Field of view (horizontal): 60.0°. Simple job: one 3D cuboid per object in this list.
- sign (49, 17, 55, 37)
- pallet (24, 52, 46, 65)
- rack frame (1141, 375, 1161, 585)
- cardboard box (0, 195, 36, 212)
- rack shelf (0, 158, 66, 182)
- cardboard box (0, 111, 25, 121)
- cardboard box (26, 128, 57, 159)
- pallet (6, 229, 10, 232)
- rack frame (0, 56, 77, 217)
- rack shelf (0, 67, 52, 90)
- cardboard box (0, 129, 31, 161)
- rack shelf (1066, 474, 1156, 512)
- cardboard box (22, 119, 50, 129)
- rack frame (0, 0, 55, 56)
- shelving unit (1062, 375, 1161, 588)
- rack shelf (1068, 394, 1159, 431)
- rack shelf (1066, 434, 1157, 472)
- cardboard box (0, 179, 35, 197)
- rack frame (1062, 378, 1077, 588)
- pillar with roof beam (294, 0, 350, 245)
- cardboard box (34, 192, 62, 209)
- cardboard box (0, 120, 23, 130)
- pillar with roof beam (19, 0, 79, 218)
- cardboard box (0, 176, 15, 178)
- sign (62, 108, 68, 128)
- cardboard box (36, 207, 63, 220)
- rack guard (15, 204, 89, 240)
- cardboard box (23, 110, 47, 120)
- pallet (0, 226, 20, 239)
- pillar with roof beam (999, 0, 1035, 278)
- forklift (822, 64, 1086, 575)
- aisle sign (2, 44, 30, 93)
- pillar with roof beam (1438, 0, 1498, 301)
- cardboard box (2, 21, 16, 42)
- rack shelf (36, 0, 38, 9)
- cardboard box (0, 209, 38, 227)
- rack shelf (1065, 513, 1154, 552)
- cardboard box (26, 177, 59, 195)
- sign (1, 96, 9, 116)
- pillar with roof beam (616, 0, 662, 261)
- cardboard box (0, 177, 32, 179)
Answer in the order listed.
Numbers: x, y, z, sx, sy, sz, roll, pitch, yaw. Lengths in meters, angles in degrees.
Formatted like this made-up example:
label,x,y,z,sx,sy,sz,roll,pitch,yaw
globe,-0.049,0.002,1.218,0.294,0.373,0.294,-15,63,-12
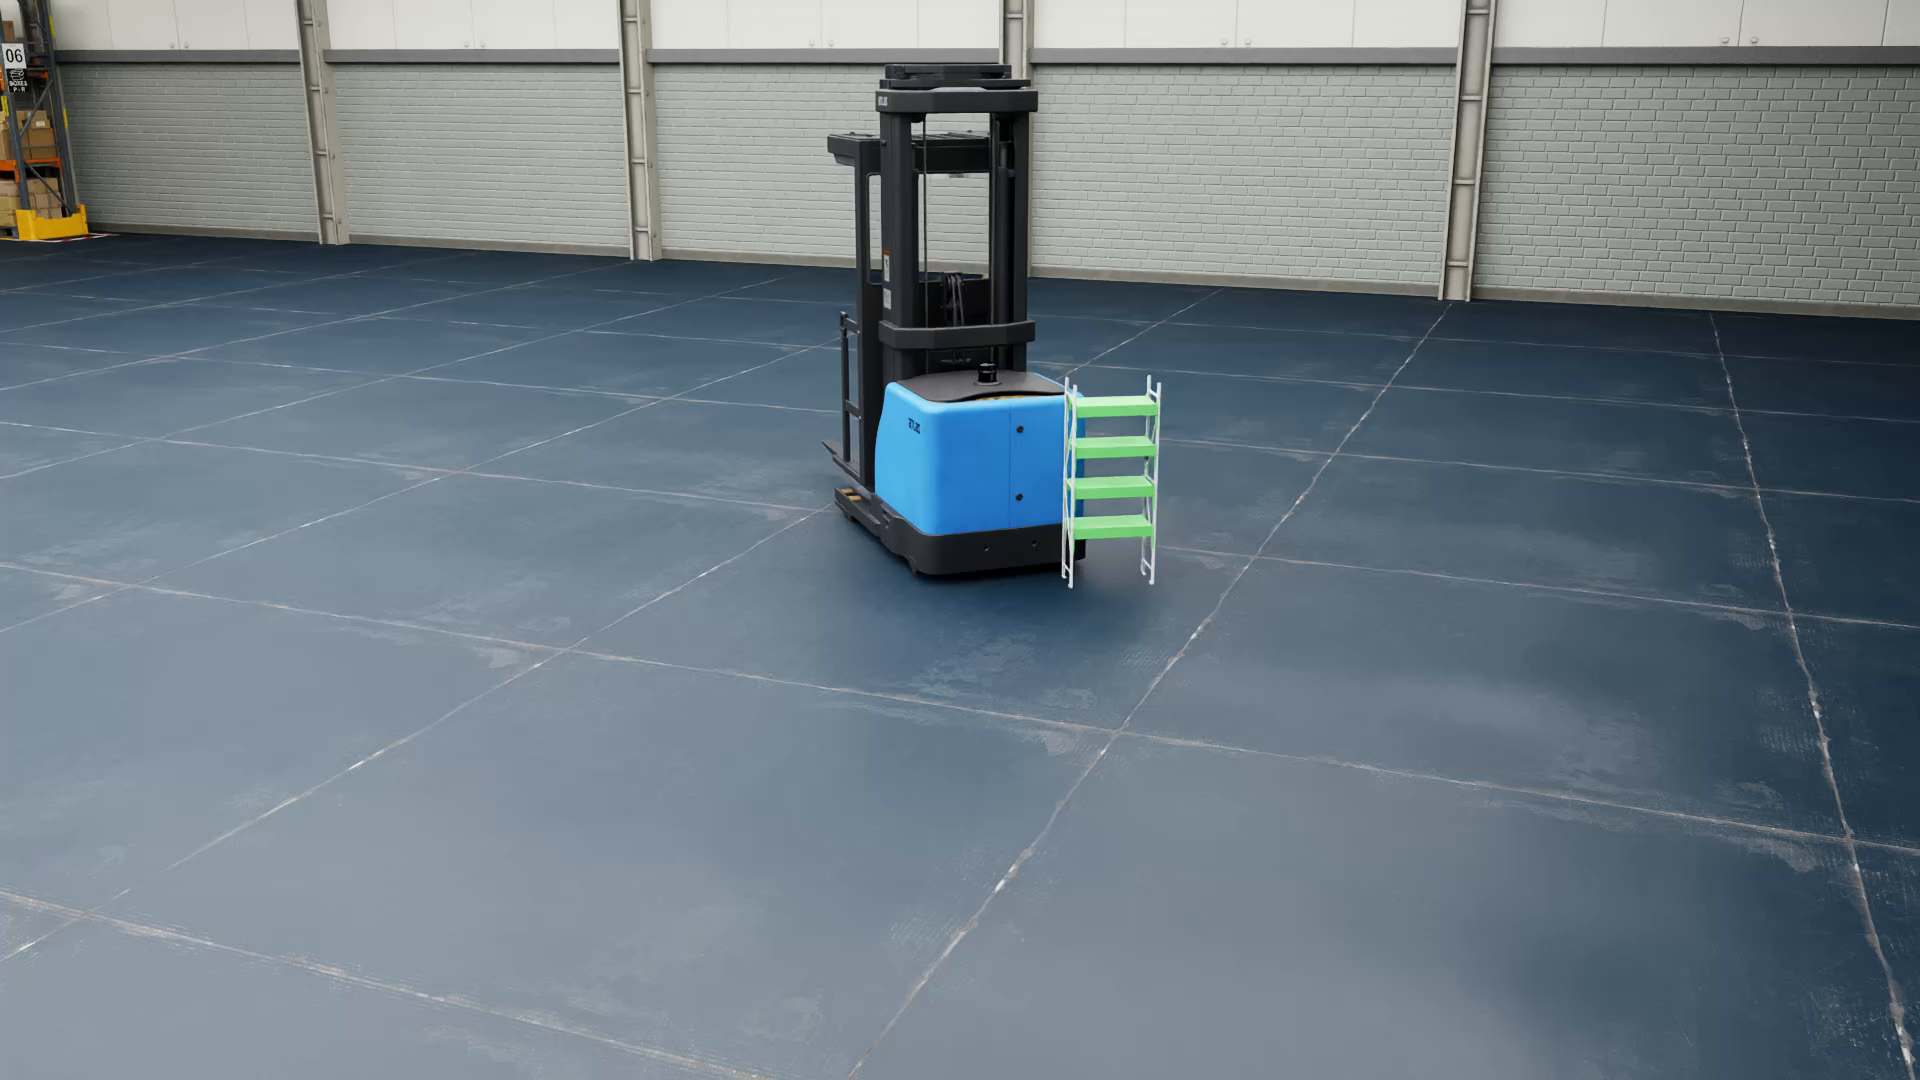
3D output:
label,x,y,z,sx,sy,sz,roll,pitch,yaw
sign,-15.450,-8.724,28.255,0.005,0.325,0.100,6,17,21
pallet,-16.308,-8.160,28.178,1.213,0.211,1.003,6,17,21
rack frame,1.115,-0.347,9.714,0.015,1.200,0.240,-2,17,-8
cardboard box,-16.227,-5.773,28.459,0.500,0.250,0.500,6,17,20
rack shelf,-17.520,-6.542,29.117,4.000,0.370,1.077,6,17,21
cardboard box,-16.070,-7.167,28.104,0.250,0.149,0.380,6,17,21
cardboard box,-16.019,-6.853,28.721,0.500,0.500,0.500,7,18,22
pallet,-17.517,-5.536,29.364,1.213,0.211,1.003,6,17,21
rack frame,-15.660,-6.683,28.312,0.127,3.000,1.000,6,17,21
rack shelf,-17.520,-7.982,28.699,4.000,0.370,1.077,6,17,21
cardboard box,-16.214,-6.713,28.237,0.500,0.500,0.500,6,17,19
rack shelf,0.873,-0.276,9.697,0.480,0.148,0.258,-2,17,-8
cardboard box,-15.880,-7.144,28.559,0.250,0.149,0.380,6,17,19
rack frame,-15.660,-9.564,27.476,0.127,3.000,1.000,6,17,21
shelving unit,0.873,-0.337,9.679,0.503,1.200,0.258,-2,17,-8
rack shelf,0.874,-0.736,9.561,0.480,0.148,0.258,-2,17,-8
rack shelf,0.874,-0.506,9.629,0.480,0.148,0.258,-2,17,-8
cardboard box,-16.202,-6.010,28.381,0.500,0.250,0.500,7,18,22
rack frame,0.632,-0.327,9.644,0.015,1.200,0.240,-2,17,-8
pillar with roof beam,-11.975,-8.138,22.566,0.400,9.000,9.100,6,17,21
cardboard box,-16.021,-5.906,28.918,0.500,0.250,0.500,7,17,22
cardboard box,-16.085,-7.005,28.080,0.250,0.149,0.380,7,17,21
pillar with roof beam,-17.556,-8.752,24.680,0.400,9.000,9.100,6,17,21
cardboard box,-16.965,-6.246,29.195,0.500,0.250,0.500,6,17,20
sign,-15.450,-7.280,28.674,0.005,0.325,0.100,6,17,21
cardboard box,-16.045,-5.665,28.985,0.500,0.250,0.500,6,17,21
rack guard,-15.637,-5.480,28.652,0.348,0.500,1.175,6,17,21
cardboard box,-15.894,-7.275,28.475,0.250,0.149,0.380,6,17,20
pallet,-16.386,-5.411,28.933,1.213,0.211,1.003,6,17,21
pillar with roof beam,-0.812,-6.911,18.338,0.400,9.000,9.100,6,17,21
forklift,-0.209,-1.573,10.833,1.130,2.935,3.031,-6,17,-19
aisle sign,-15.706,-7.848,27.664,0.004,0.787,0.394,6,17,21
pillar with roof beam,4.770,-6.297,16.223,0.400,9.000,9.100,6,17,21
cardboard box,-16.161,-8.403,27.746,0.500,0.500,0.500,7,18,22
rack shelf,-17.520,-9.231,28.336,4.000,0.370,1.077,6,17,21
cardboard box,-16.213,-5.530,28.520,0.500,0.250,0.500,6,17,21
rack shelf,0.873,-0.046,9.766,0.480,0.148,0.258,-2,17,-8
cardboard box,-16.037,-6.142,28.836,0.500,0.250,0.500,6,17,20
sign,-15.872,-7.213,27.638,0.005,0.325,0.100,6,17,21
pillar with roof beam,-6.393,-7.524,20.452,0.400,9.000,9.100,6,17,21
cardboard box,-16.503,-6.192,29.009,0.500,0.250,0.500,6,17,21
